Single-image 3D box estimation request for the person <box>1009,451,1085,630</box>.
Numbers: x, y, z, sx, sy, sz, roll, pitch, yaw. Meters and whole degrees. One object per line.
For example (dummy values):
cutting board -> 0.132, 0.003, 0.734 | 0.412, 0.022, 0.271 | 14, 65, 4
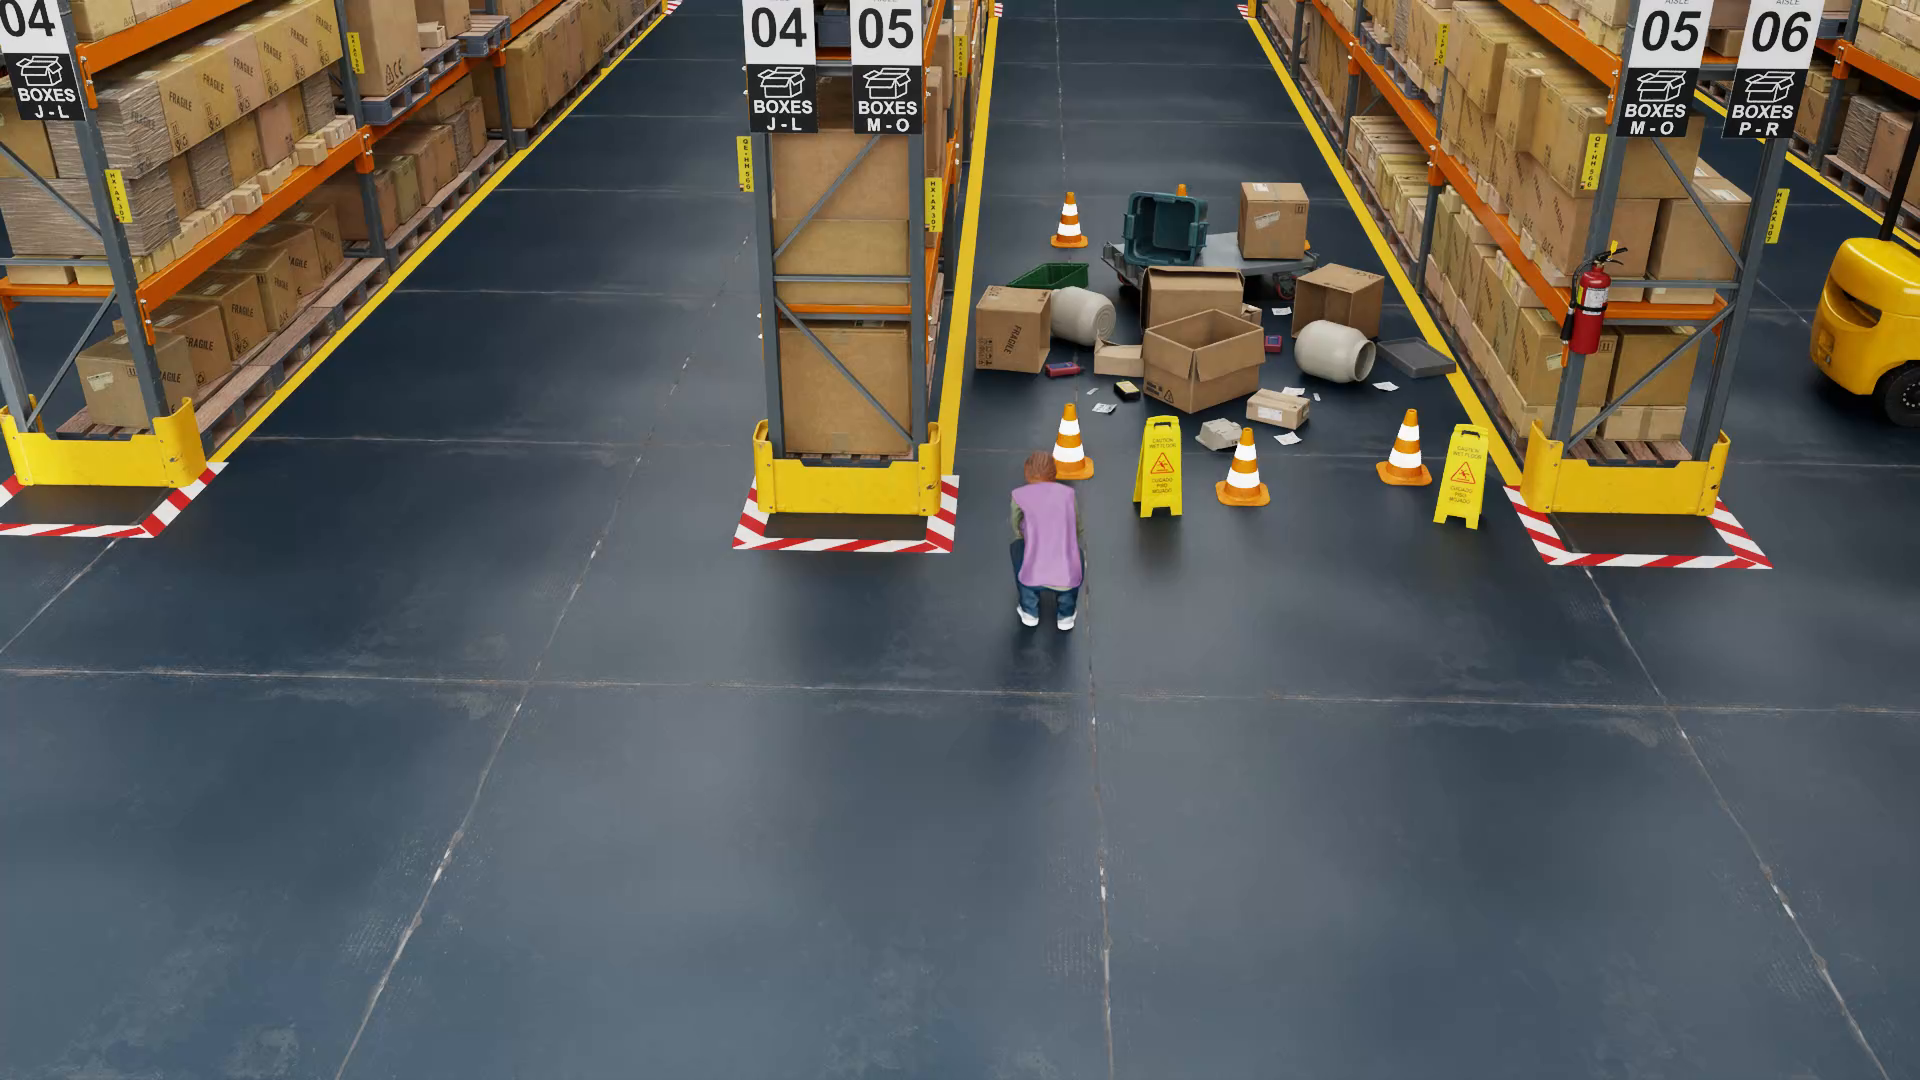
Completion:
person -> 0.497, 0.010, 9.383 | 0.435, 0.878, 0.814 | 1, 28, 1
